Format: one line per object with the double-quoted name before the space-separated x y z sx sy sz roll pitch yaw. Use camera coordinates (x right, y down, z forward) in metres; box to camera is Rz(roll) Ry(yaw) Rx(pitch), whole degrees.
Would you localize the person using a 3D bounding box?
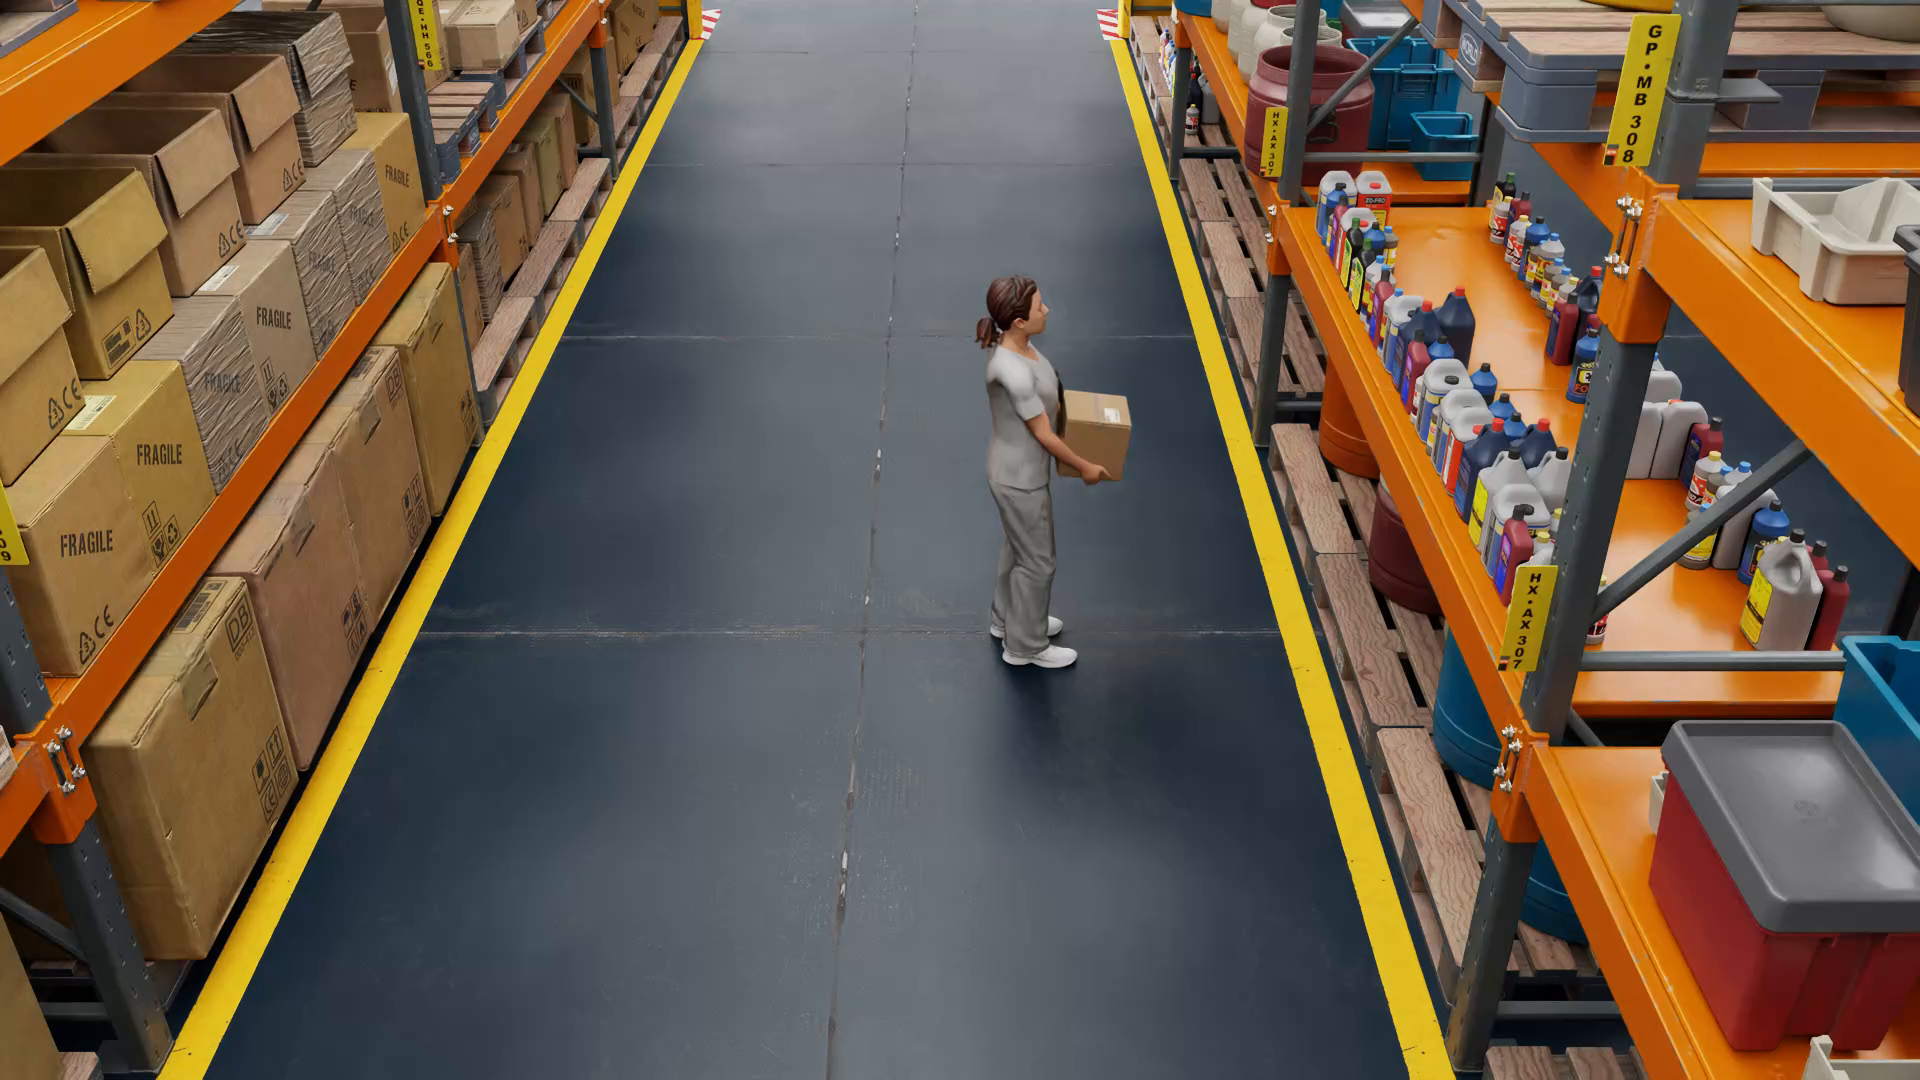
"person" 0.323 -0.258 6.568 0.525 1.666 0.435 0 32 0
